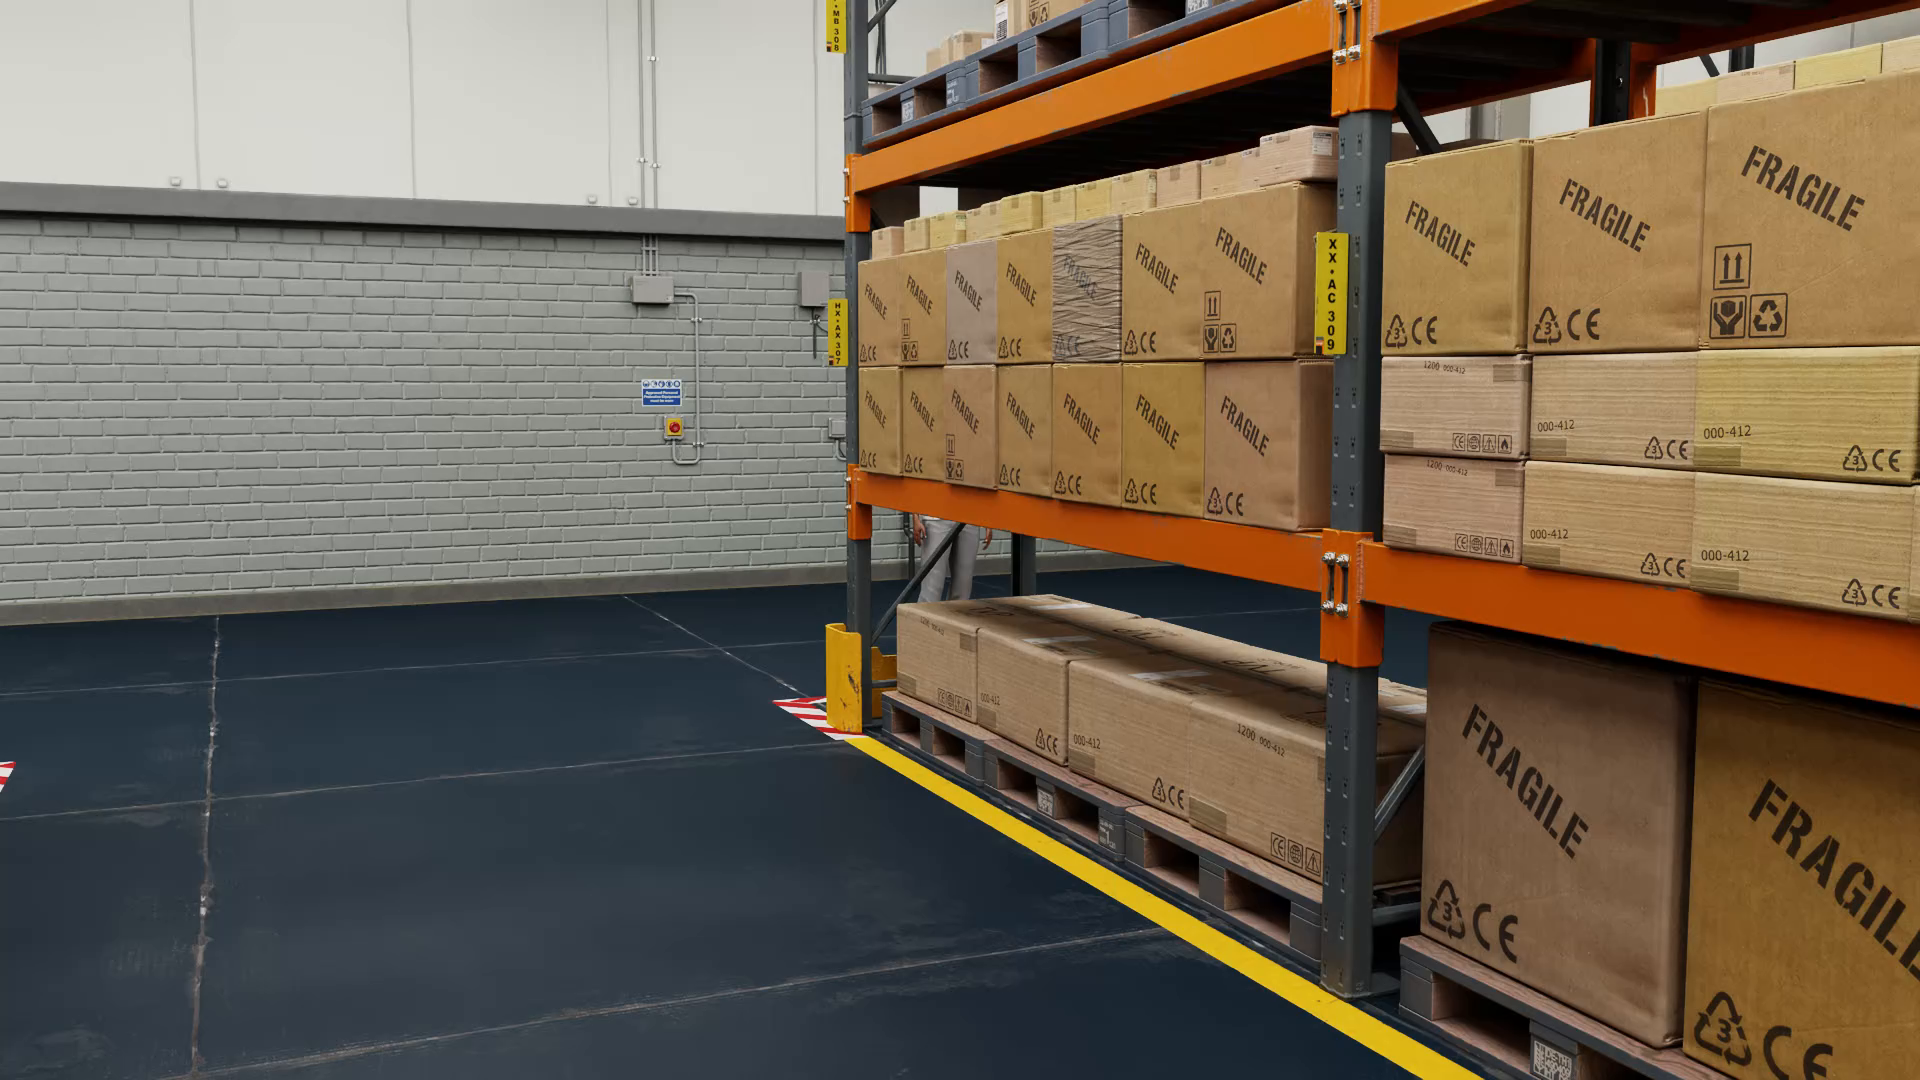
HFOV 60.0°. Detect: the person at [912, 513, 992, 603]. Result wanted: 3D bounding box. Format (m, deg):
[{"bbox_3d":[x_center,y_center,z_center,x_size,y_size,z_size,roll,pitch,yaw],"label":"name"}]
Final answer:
[{"bbox_3d":[-0.042,-0.092,10.202,0.569,1.694,0.528,-2,6,-24],"label":"person"}]
